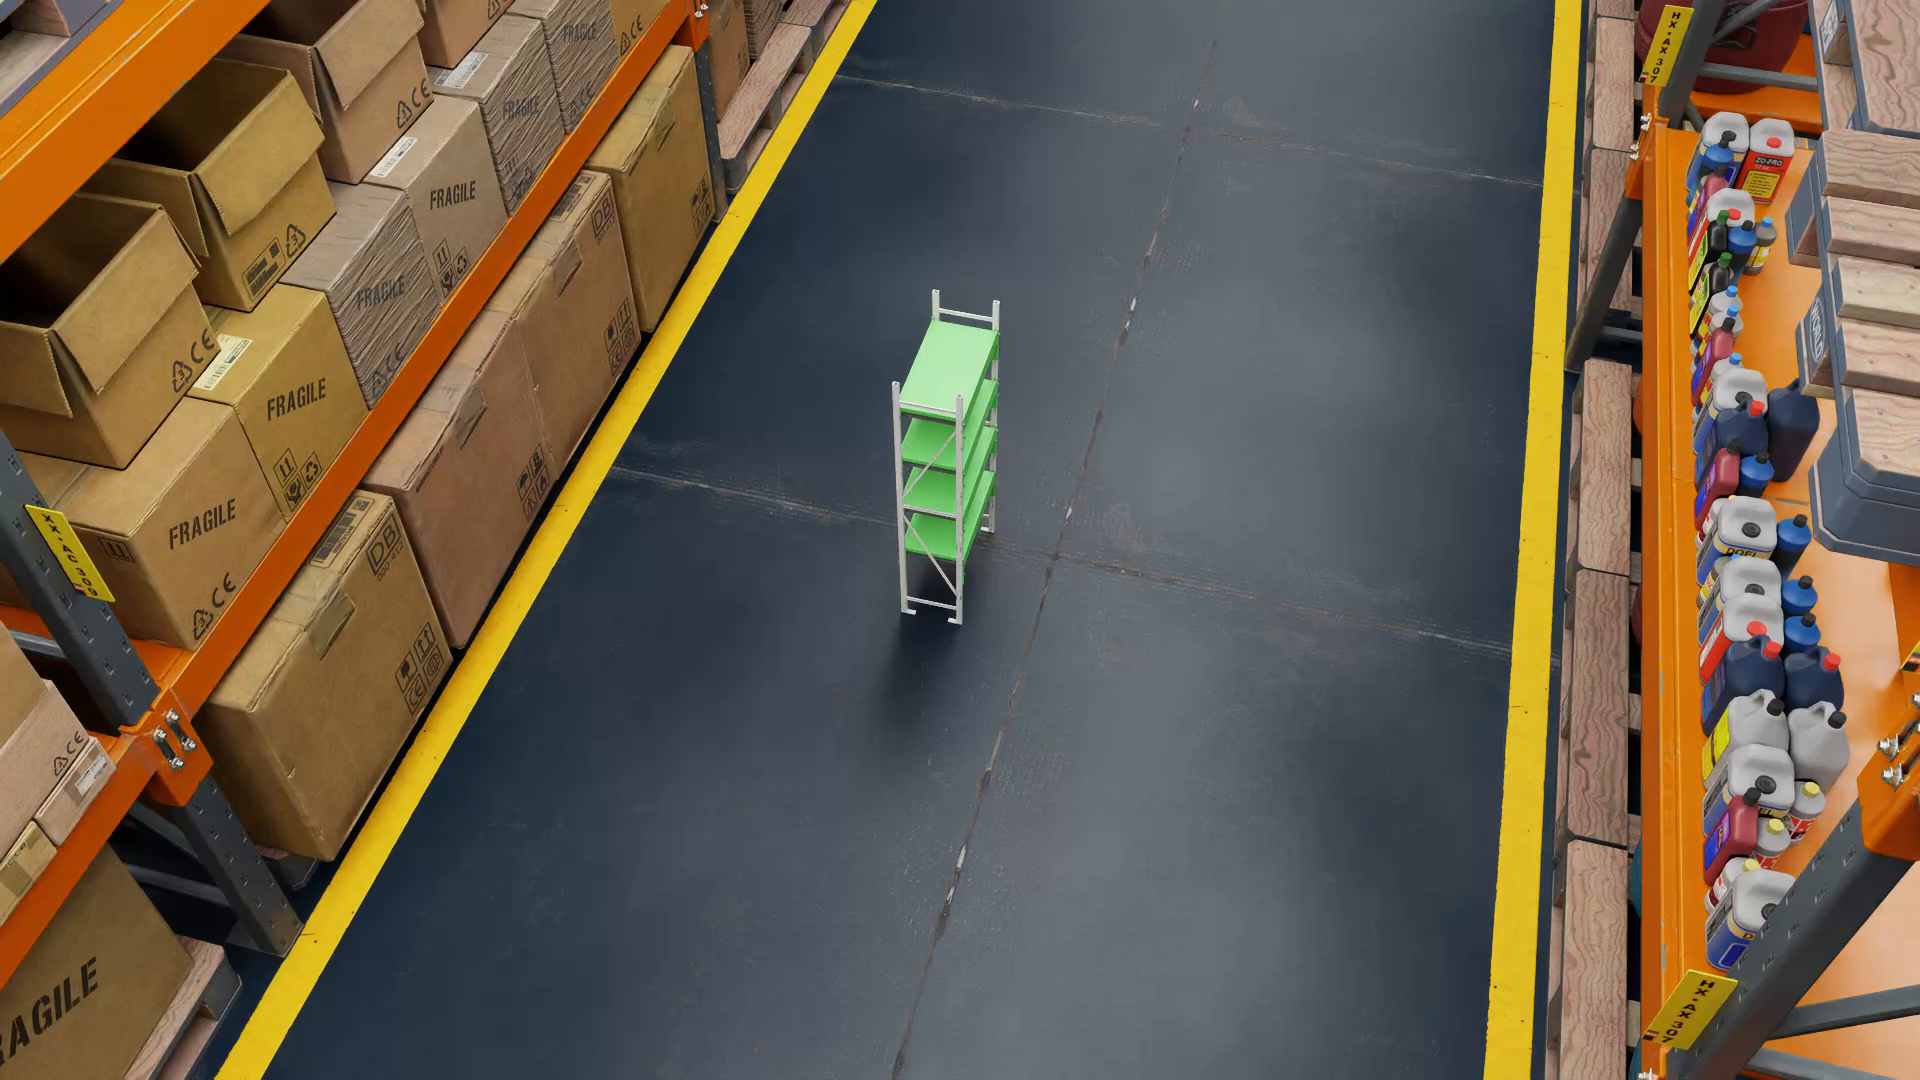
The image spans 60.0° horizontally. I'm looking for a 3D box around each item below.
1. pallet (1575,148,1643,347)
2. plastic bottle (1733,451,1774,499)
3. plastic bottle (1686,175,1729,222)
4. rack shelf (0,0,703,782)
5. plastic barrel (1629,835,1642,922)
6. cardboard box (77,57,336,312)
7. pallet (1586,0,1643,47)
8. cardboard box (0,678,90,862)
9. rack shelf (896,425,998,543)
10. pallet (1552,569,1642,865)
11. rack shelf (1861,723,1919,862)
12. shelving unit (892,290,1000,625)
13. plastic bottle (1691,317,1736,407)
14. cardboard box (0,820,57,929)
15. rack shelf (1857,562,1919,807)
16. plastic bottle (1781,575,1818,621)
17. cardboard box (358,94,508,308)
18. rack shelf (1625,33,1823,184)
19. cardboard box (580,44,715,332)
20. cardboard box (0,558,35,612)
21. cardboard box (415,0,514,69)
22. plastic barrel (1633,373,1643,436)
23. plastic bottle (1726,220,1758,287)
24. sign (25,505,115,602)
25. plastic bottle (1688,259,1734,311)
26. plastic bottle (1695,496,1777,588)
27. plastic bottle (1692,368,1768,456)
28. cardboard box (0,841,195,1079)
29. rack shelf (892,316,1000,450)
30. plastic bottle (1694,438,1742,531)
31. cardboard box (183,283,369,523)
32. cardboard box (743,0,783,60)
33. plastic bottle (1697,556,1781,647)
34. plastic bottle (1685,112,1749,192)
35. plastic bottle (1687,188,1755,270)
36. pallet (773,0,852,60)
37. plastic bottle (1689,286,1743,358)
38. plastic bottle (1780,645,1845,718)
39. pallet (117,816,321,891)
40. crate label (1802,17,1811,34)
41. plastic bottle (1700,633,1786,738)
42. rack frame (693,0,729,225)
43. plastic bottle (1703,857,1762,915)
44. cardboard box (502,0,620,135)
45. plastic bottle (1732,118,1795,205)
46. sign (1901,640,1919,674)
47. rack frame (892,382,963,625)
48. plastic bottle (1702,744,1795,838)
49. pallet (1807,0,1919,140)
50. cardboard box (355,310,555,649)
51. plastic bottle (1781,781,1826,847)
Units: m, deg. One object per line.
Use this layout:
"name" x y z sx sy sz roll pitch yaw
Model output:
"pallet" 3.395 -1.306 7.681 1.003 0.211 1.213 12 50 10
"plastic bottle" 2.316 -0.157 4.892 0.097 0.271 0.097 0 49 0
"plastic bottle" 2.645 -1.212 5.870 0.097 0.201 0.097 0 49 0
"rack shelf" -2.151 -0.969 6.003 1.077 0.370 4.000 12 50 10
"plastic barrel" 2.447 0.870 5.019 0.600 0.901 0.708 12 50 10
"cardboard box" -2.325 -1.083 4.888 0.797 0.503 0.637 12 50 10
"pallet" 4.037 -3.071 9.238 1.003 0.211 1.213 12 50 10
"cardboard box" -2.540 0.562 4.074 0.500 0.250 0.500 11 49 9
"rack shelf" -0.044 -0.235 6.161 0.258 0.148 0.480 12 50 10
"pallet" 2.663 0.705 5.906 1.003 0.211 1.213 12 50 10
"rack shelf" 1.575 1.909 1.462 1.077 0.370 4.000 12 50 10
"shelving unit" -0.044 -0.277 6.113 0.258 1.200 0.503 12 50 10
"plastic bottle" 2.380 -0.561 5.241 0.061 0.283 0.133 12 50 10
"cardboard box" -2.509 0.795 4.134 0.380 0.149 0.250 12 50 11
"rack shelf" 2.627 -0.984 4.016 1.077 0.370 4.000 12 50 10
"plastic bottle" 2.282 0.196 4.581 0.097 0.271 0.097 0 49 0
"cardboard box" -1.921 -1.177 5.640 0.500 0.500 0.500 12 50 11
"rack shelf" 3.680 -2.885 7.694 1.077 0.370 4.000 12 50 10
"cardboard box" -1.826 -1.594 7.212 1.225 0.875 0.875 9 49 8
"cardboard box" -2.818 -0.185 4.765 0.500 0.500 0.500 12 50 10
"cardboard box" -2.007 -2.022 5.717 0.797 0.503 0.637 13 50 11
"plastic barrel" 3.041 -0.740 6.488 0.600 0.830 0.708 12 50 10
"plastic bottle" 2.608 -0.959 5.600 0.097 0.271 0.097 0 49 0
"sign" -2.142 0.036 4.006 0.100 0.325 0.005 12 50 10
"plastic bottle" 2.514 -0.851 5.552 0.097 0.201 0.097 0 49 0
"plastic bottle" 2.218 0.015 4.737 0.152 0.276 0.135 12 50 10
"plastic bottle" 2.363 -0.383 5.089 0.152 0.276 0.135 12 50 10
"cardboard box" -2.928 1.266 4.688 0.875 0.875 0.875 12 50 10
"rack shelf" -0.044 -0.553 5.801 0.258 0.148 0.480 12 50 10
"plastic bottle" 2.235 -0.163 4.890 0.061 0.283 0.133 12 50 10
"cardboard box" -2.184 -0.440 4.990 0.500 0.500 0.500 12 50 10
"cardboard box" -1.334 -2.864 8.570 0.700 0.500 0.500 8 49 7
"plastic bottle" 2.157 0.183 4.589 0.152 0.276 0.135 12 50 10
"plastic bottle" 2.728 -1.386 5.974 0.152 0.276 0.135 12 50 10
"plastic bottle" 2.606 -1.051 5.679 0.152 0.276 0.135 12 50 10
"pallet" -1.094 -3.175 9.330 1.003 0.211 1.213 12 50 10
"plastic bottle" 2.453 -0.708 5.379 0.097 0.271 0.097 0 49 0
"plastic bottle" 2.215 0.399 4.349 0.144 0.351 0.185 12 50 10
"pallet" -2.547 0.590 6.008 1.003 0.211 1.213 12 50 10
"crate label" 3.676 -2.353 6.721 0.502 0.435 0.616 12 50 10
"plastic bottle" 2.076 0.371 4.374 0.144 0.351 0.185 12 50 10
"rack frame" -1.625 -2.653 7.010 1.000 3.000 0.127 12 50 10
"plastic bottle" 1.897 0.845 4.055 0.097 0.201 0.097 0 49 0
"cardboard box" -1.652 -1.921 6.297 0.500 0.500 0.500 11 50 10
"plastic bottle" 2.875 -1.356 5.947 0.152 0.276 0.135 12 50 10
"sign" 1.571 0.112 2.563 0.100 0.325 0.005 12 50 10
"rack frame" -0.108 -0.101 5.958 0.240 1.200 0.015 12 50 10
"plastic bottle" 1.989 0.645 4.181 0.152 0.276 0.135 12 50 10
"pallet" 2.509 -1.120 3.782 1.003 0.211 1.213 12 50 10
"cardboard box" -2.294 -0.309 6.078 1.225 0.875 0.875 10 49 9
"plastic bottle" 2.114 0.681 4.200 0.097 0.201 0.097 0 49 0
